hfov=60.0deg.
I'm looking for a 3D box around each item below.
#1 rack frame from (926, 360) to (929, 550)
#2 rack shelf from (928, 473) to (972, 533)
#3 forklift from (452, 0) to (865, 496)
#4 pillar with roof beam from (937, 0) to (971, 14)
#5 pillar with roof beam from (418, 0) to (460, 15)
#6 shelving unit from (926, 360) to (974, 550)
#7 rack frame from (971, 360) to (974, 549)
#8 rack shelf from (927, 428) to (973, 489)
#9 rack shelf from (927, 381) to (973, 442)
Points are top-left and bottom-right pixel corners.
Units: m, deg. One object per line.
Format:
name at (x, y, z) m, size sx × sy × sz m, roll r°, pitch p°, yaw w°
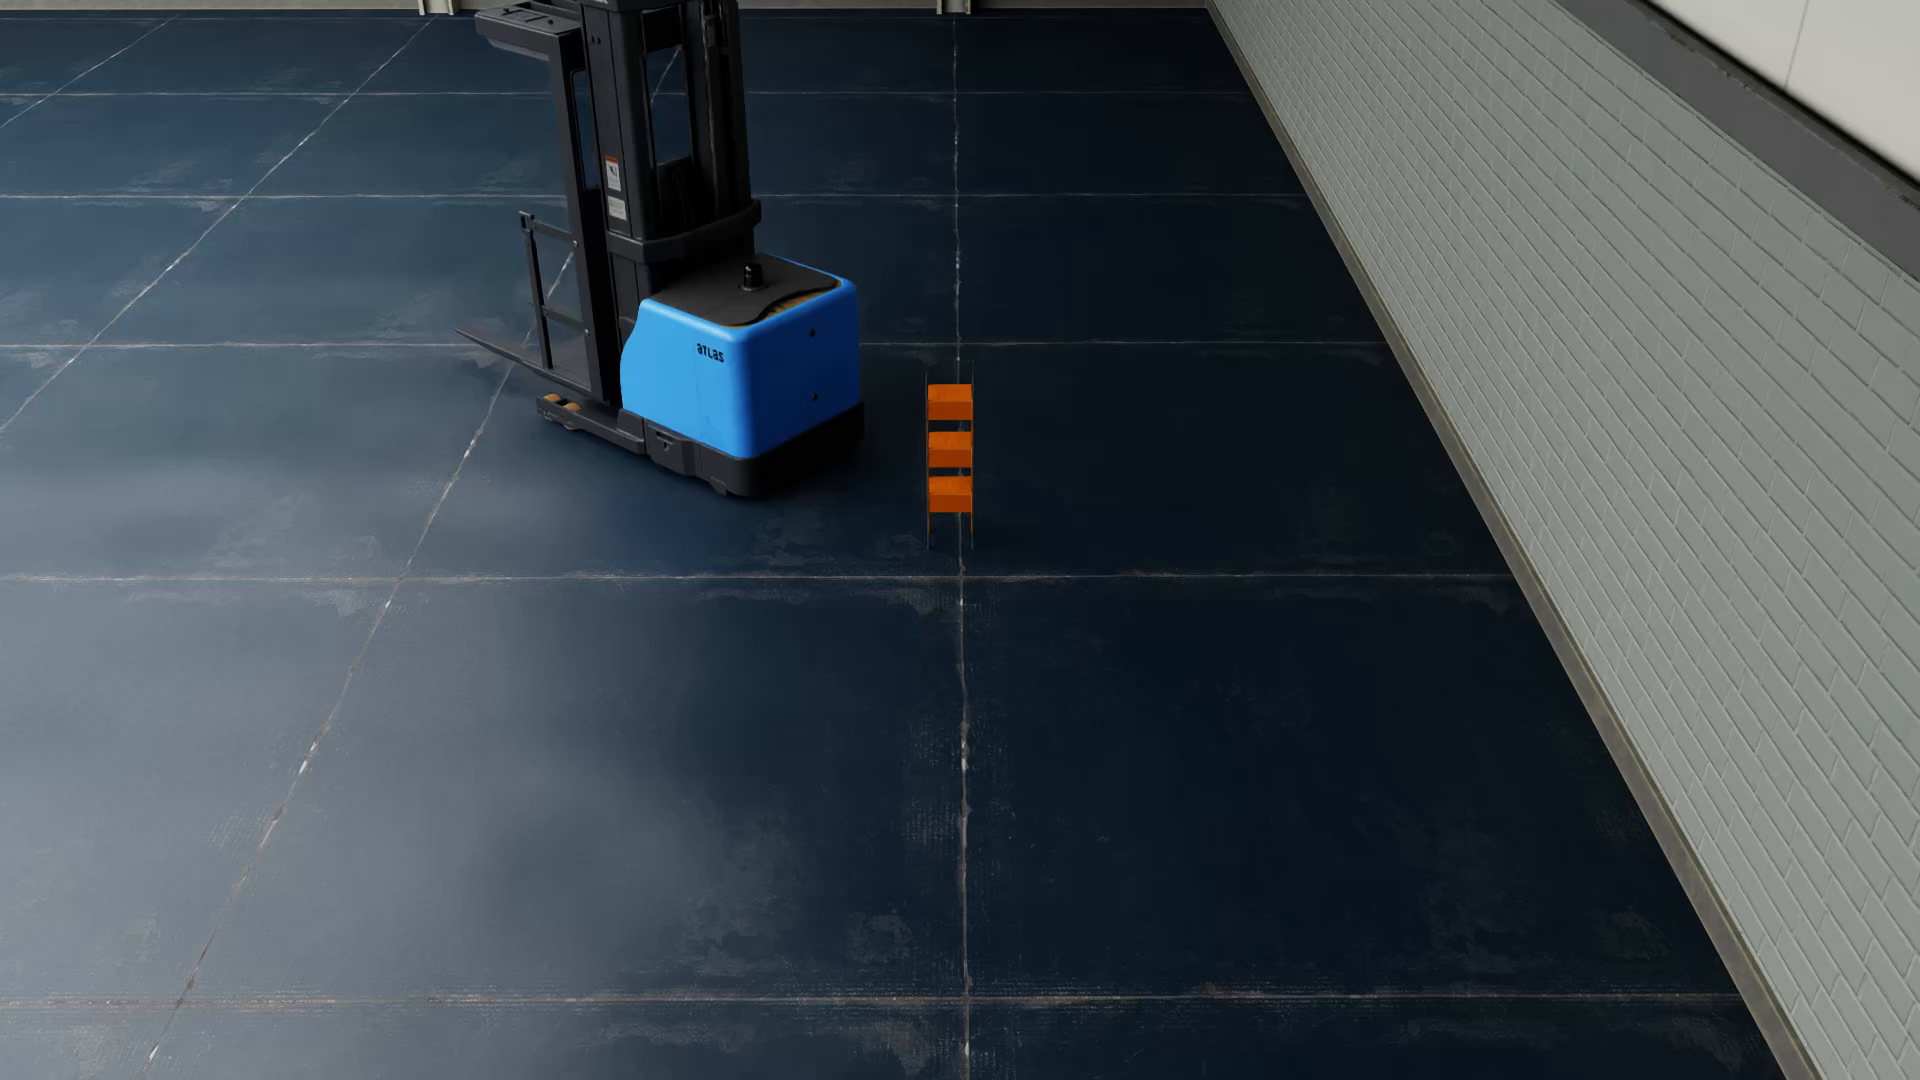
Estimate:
rack frame at (-0.176, -0.448, 8.977) m, size 0.008 × 1.050 × 0.200 m, roll 0°, pitch 31°, yaw 0°
rack shelf at (-0.054, -0.202, 9.127) m, size 0.240 × 0.259 × 0.215 m, roll 0°, pitch 31°, yaw 0°
forklift at (-2.039, -2.129, 9.933) m, size 3.031 × 2.935 × 1.130 m, roll 23°, pitch 38°, yaw 33°
pillar with roof beam at (-0.044, -7.806, 13.440) m, size 0.400 × 9.000 × 9.100 m, roll 0°, pitch 31°, yaw 0°
pillar with roof beam at (-6.043, -7.787, 13.409) m, size 0.400 × 9.000 × 9.100 m, roll 0°, pitch 31°, yaw 0°
shelving unit at (-0.054, -0.449, 8.977) m, size 0.252 × 1.050 × 0.215 m, roll 0°, pitch 31°, yaw 0°
rack frame at (0.068, -0.449, 8.978) m, size 0.008 × 1.050 × 0.200 m, roll 0°, pitch 31°, yaw 0°
rack shelf at (-0.054, -0.440, 8.983) m, size 0.240 × 0.259 × 0.215 m, roll 0°, pitch 31°, yaw 0°
rack shelf at (-0.054, -0.682, 8.836) m, size 0.240 × 0.259 × 0.215 m, roll 0°, pitch 31°, yaw 0°
